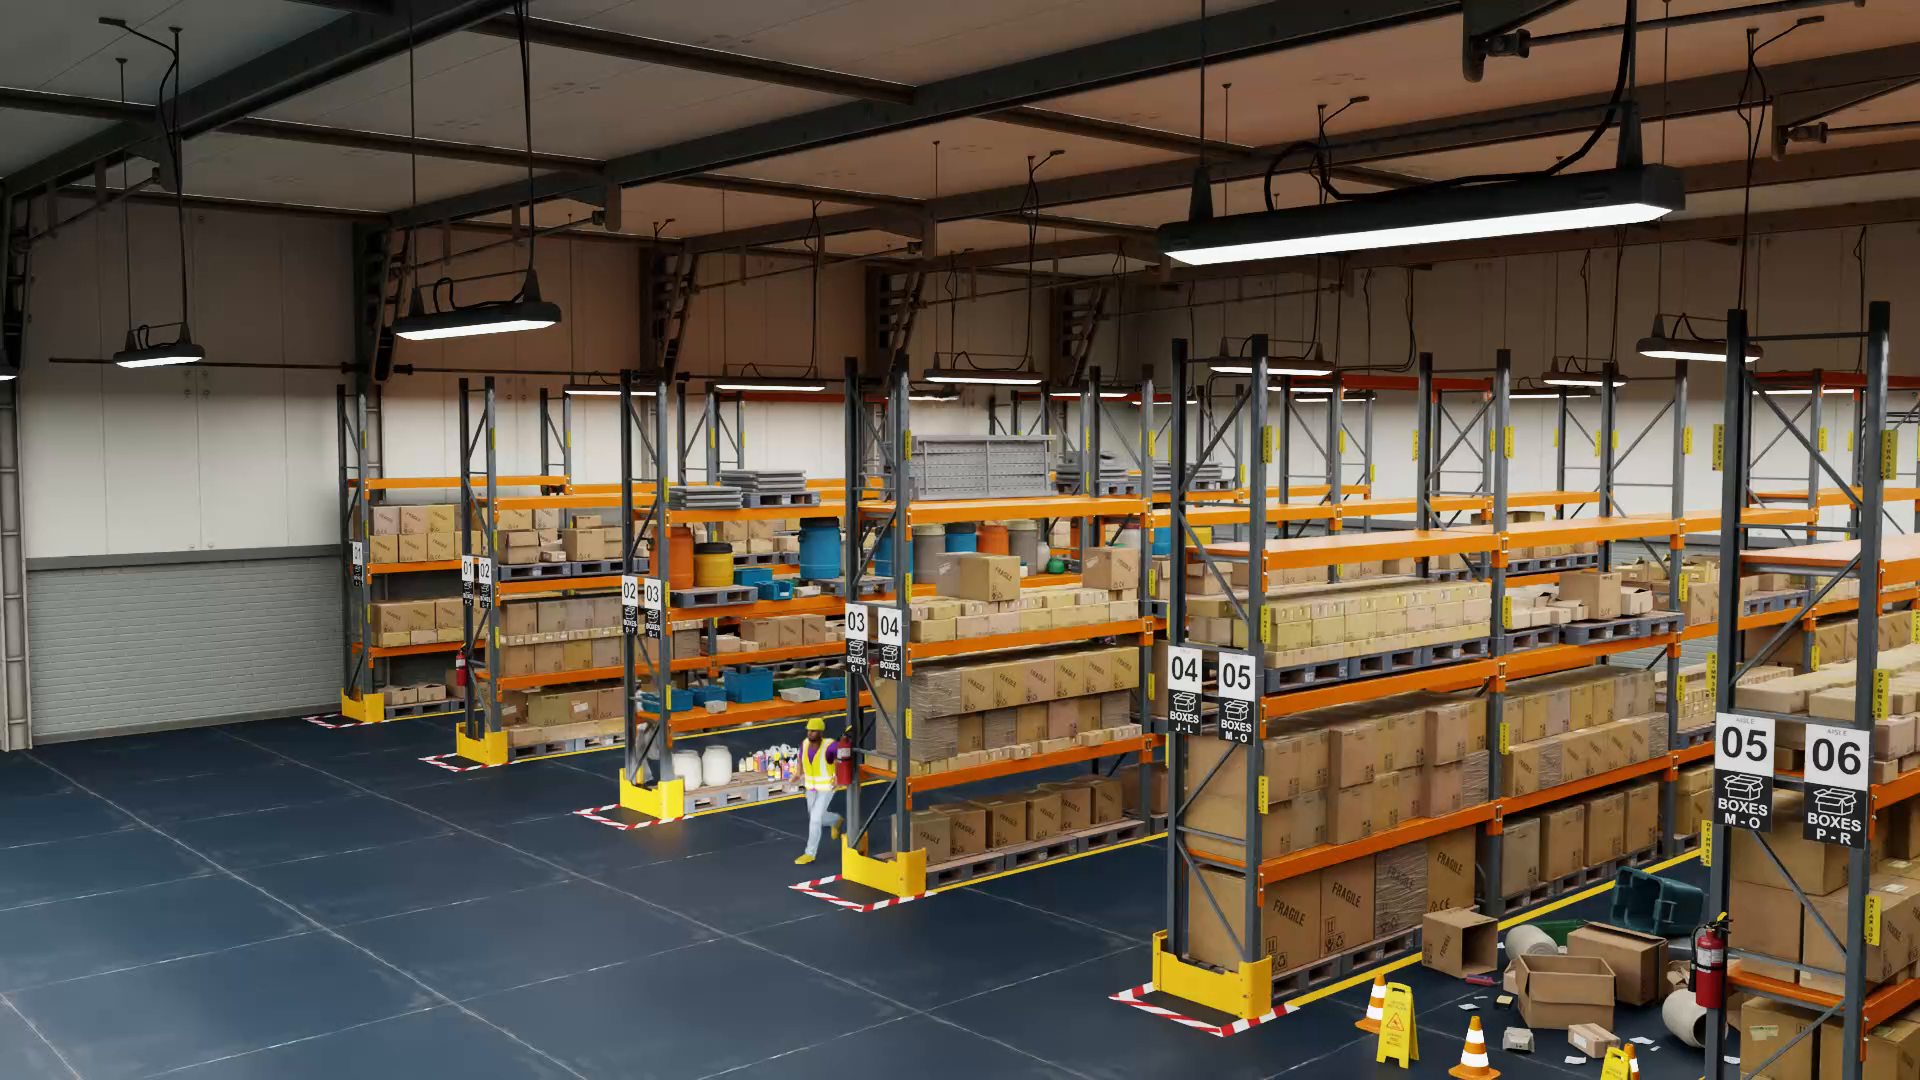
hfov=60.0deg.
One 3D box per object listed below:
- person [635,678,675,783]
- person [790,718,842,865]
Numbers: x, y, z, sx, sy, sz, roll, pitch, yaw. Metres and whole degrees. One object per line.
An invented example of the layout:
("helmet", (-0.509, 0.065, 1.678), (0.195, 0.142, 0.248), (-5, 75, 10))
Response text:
("person", (-4.531, 2.791, 24.466), (0.854, 1.619, 0.554), (-3, 5, -34))
("person", (-1.655, 2.993, 20.102), (0.705, 1.734, 0.927), (2, 4, 30))
